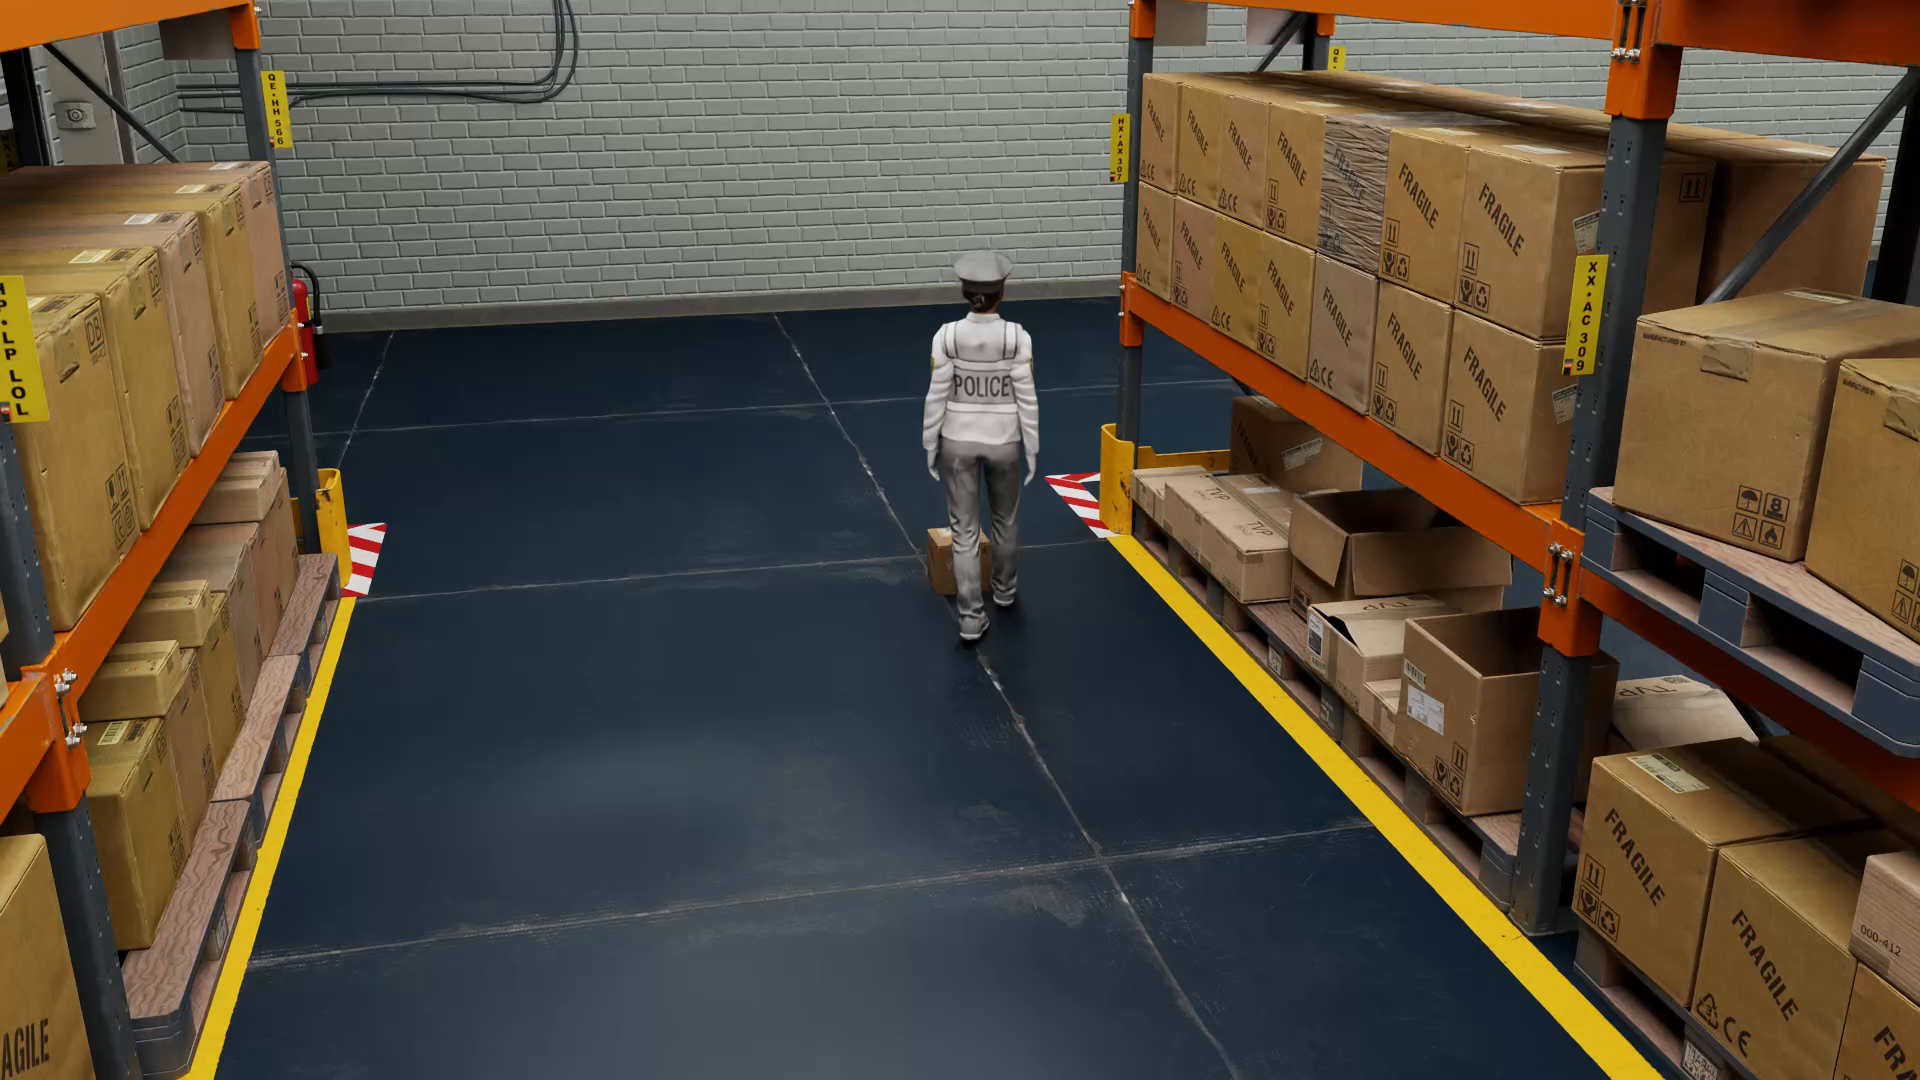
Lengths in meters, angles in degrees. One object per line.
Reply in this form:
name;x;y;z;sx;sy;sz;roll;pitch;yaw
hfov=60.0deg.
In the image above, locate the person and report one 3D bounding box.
person;0.083;-0.447;7.272;0.499;1.671;0.694;-1;20;-2
